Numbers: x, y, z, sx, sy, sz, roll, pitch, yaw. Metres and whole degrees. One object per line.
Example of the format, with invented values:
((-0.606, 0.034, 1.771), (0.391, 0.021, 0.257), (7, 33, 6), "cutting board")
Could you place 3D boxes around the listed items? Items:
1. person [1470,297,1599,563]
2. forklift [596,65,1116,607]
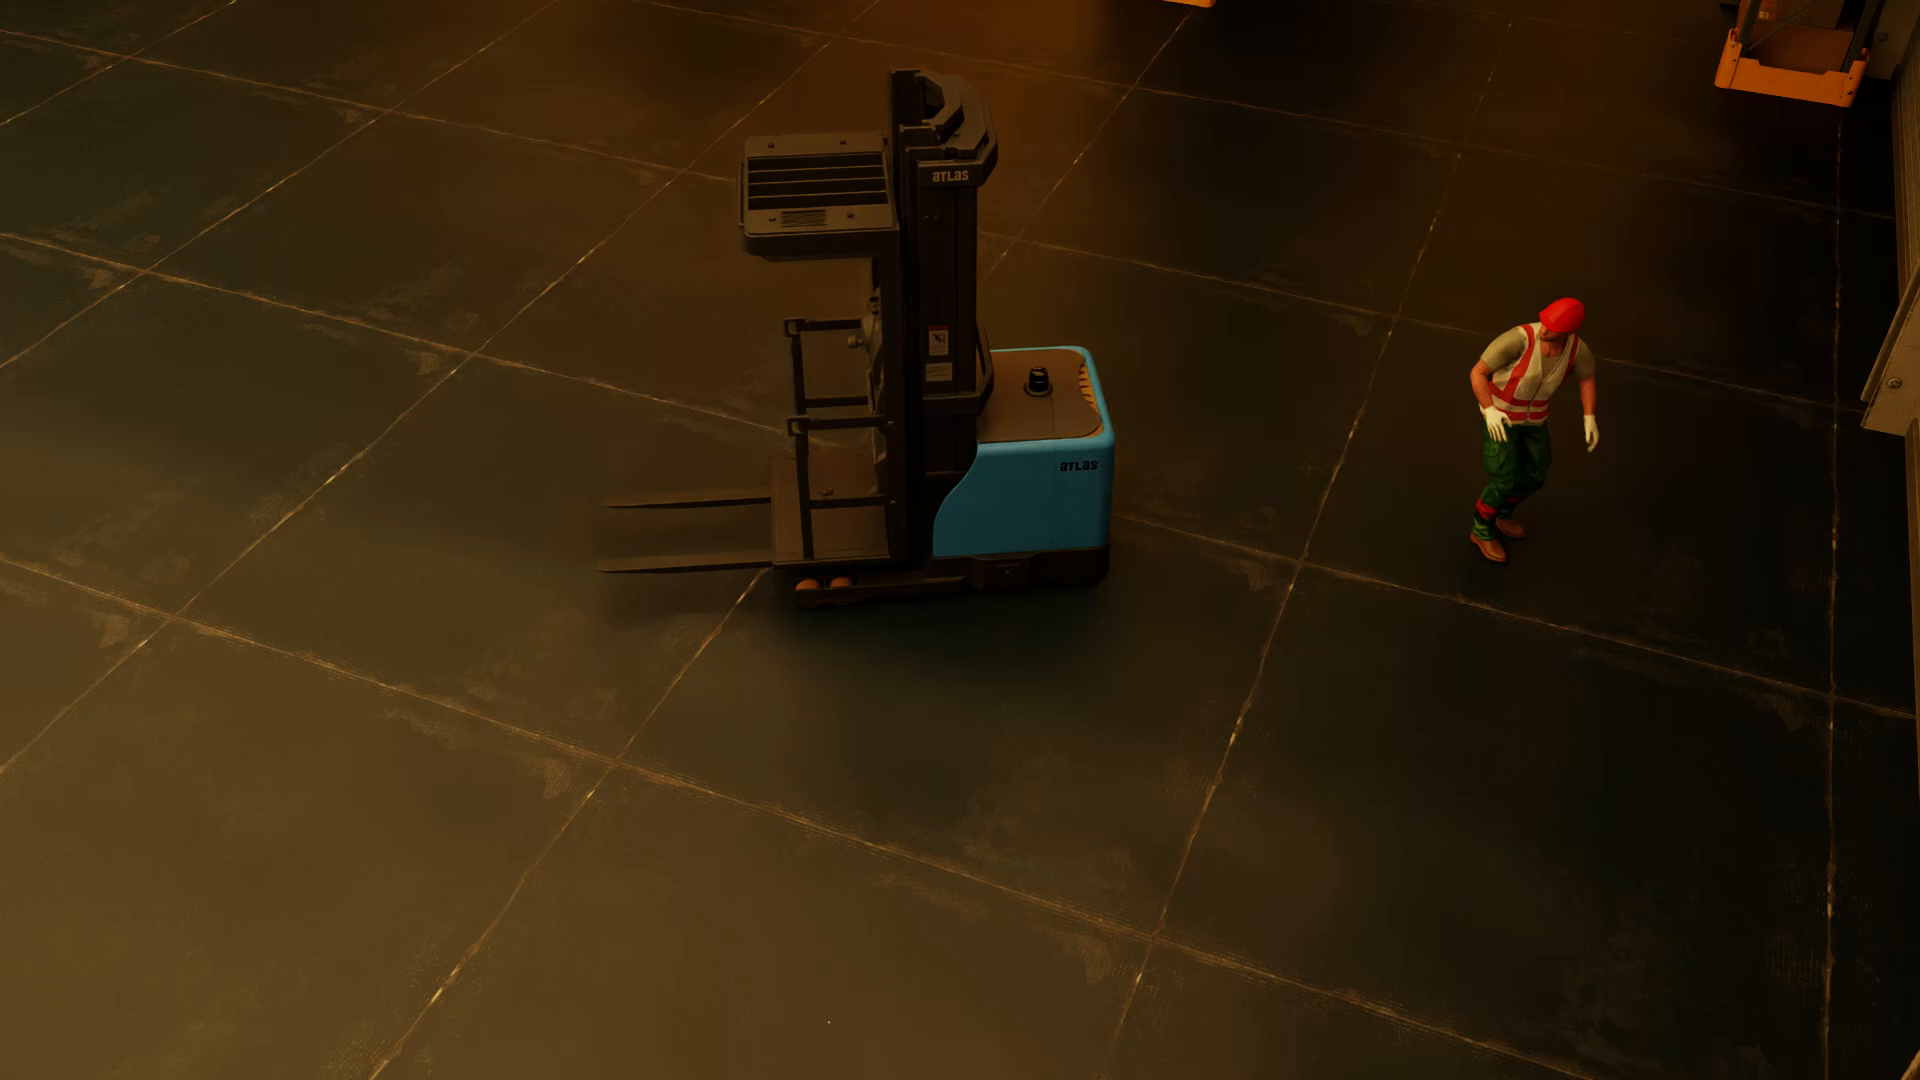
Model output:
((3.348, -0.684, 9.771), (0.755, 1.732, 0.518), (-9, 41, -11), "person")
((-0.657, -1.083, 9.300), (3.031, 2.935, 1.130), (-4, 40, -4), "forklift")
